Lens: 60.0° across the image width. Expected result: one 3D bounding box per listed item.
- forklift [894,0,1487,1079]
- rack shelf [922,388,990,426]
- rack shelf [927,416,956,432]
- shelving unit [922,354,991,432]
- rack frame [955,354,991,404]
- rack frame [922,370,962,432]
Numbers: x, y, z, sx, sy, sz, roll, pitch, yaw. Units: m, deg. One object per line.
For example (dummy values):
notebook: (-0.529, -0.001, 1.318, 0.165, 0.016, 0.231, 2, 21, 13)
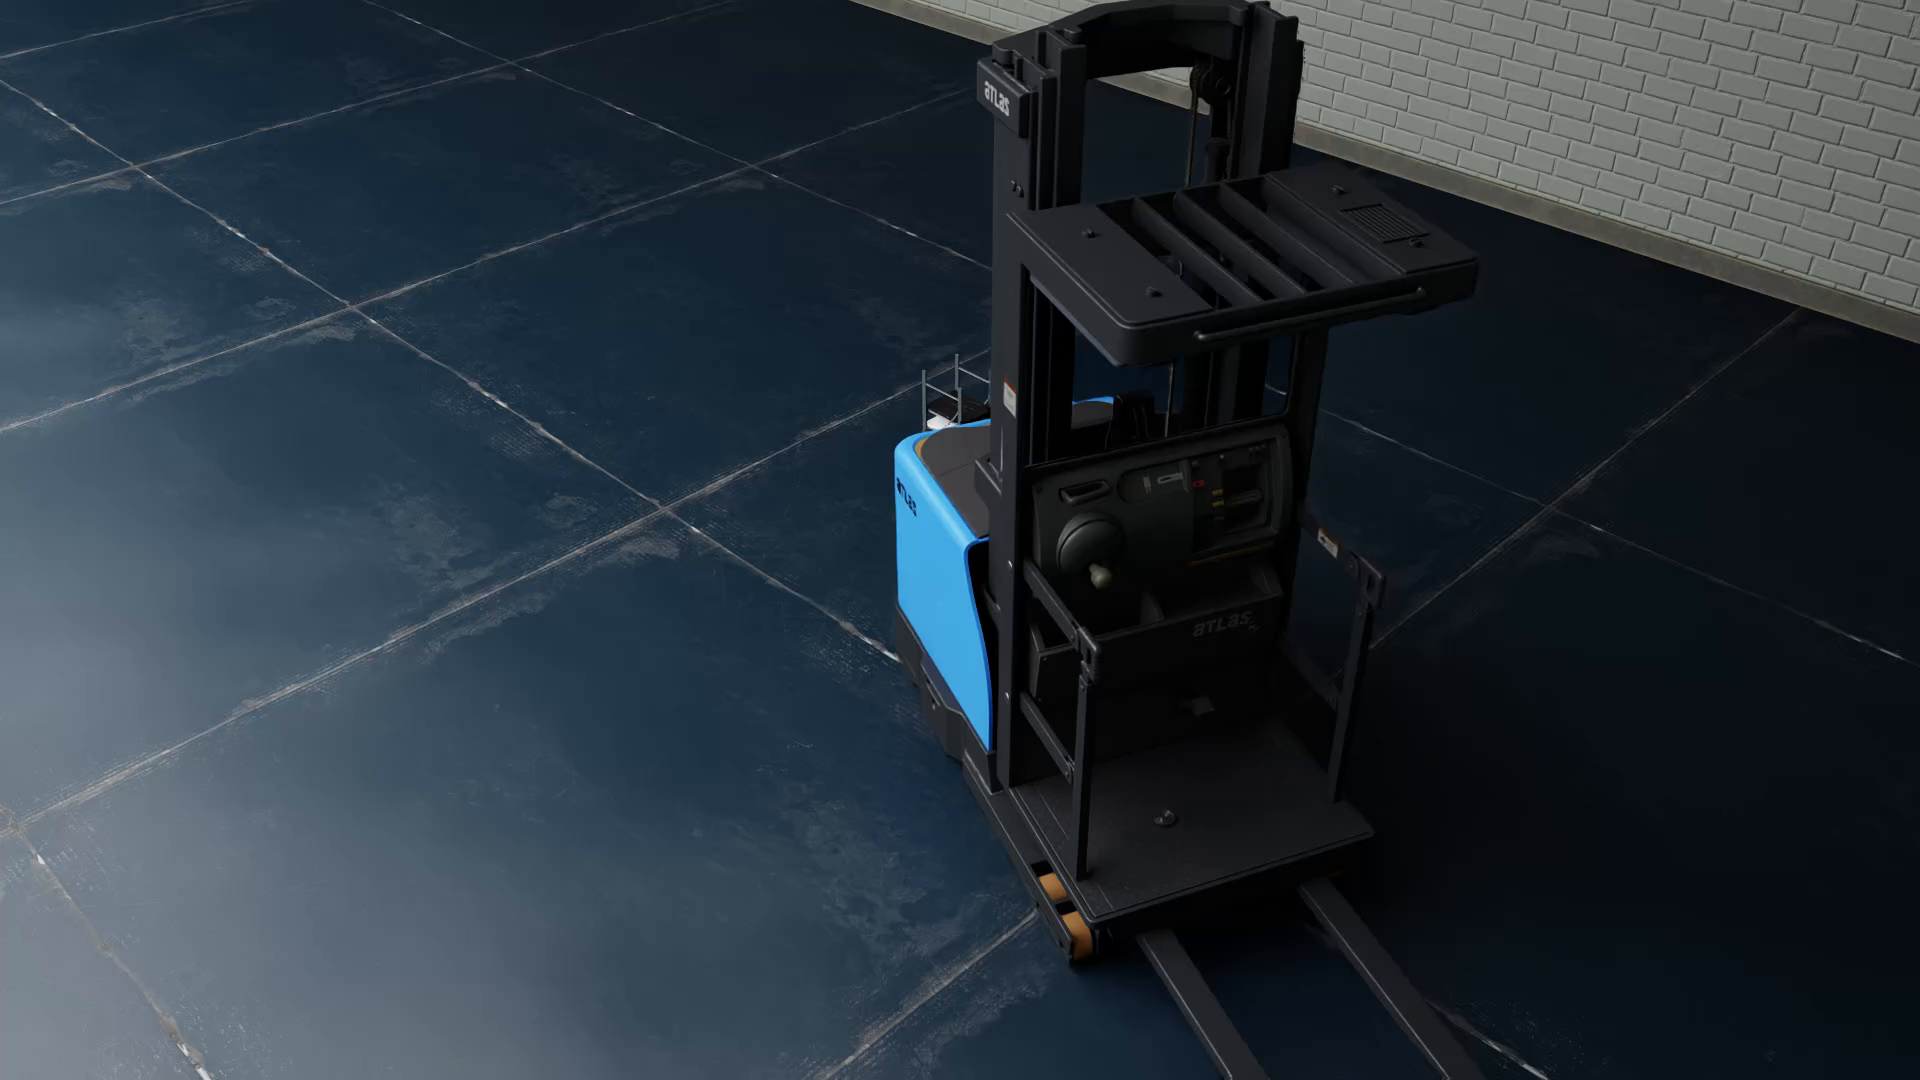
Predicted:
forklift: (0.748, -0.041, 5.246, 1.130, 2.935, 3.031, -13, 37, -18)
rack shelf: (-0.006, -0.560, 7.352, 0.258, 0.077, 0.200, 30, 45, 35)
rack shelf: (-0.006, -0.486, 7.404, 0.258, 0.077, 0.200, 30, 45, 35)
shelving unit: (-0.006, -0.366, 7.488, 0.258, 0.900, 0.210, 30, 45, 35)
rack frame: (0.066, -0.407, 7.547, 0.240, 0.900, 0.006, 30, 45, 35)
rack frame: (-0.077, -0.325, 7.429, 0.240, 0.900, 0.006, 30, 45, 35)
